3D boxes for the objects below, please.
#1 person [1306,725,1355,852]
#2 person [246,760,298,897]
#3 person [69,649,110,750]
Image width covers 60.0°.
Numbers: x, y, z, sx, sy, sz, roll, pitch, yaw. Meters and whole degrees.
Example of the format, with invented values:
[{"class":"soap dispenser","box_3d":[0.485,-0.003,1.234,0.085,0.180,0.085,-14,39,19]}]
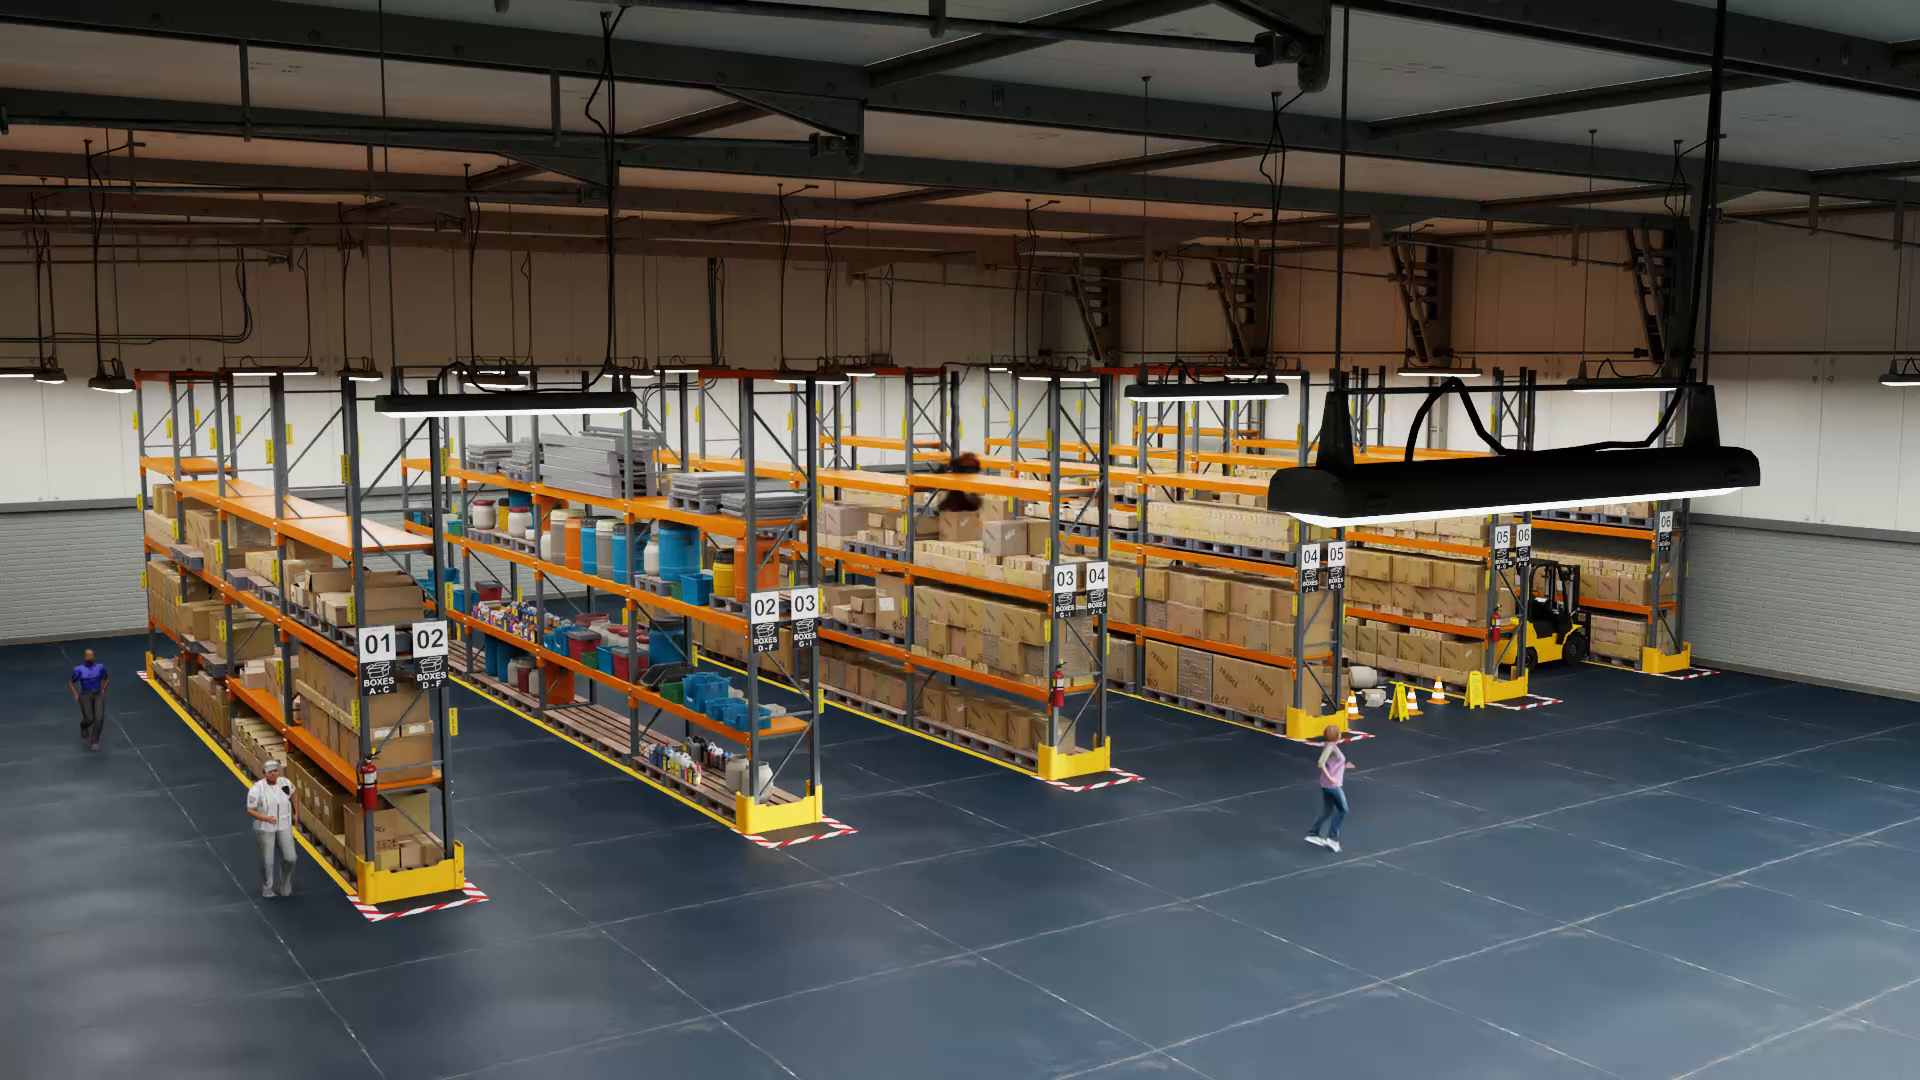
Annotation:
[{"class":"person","box_3d":[4.725,3.173,21.191,0.601,1.660,0.540,0,6,4]},{"class":"person","box_3d":[-7.909,3.352,19.242,0.626,1.658,0.637,-5,8,-38]},{"class":"person","box_3d":[-13.929,2.540,26.666,0.583,1.615,0.558,-5,8,-38]}]
